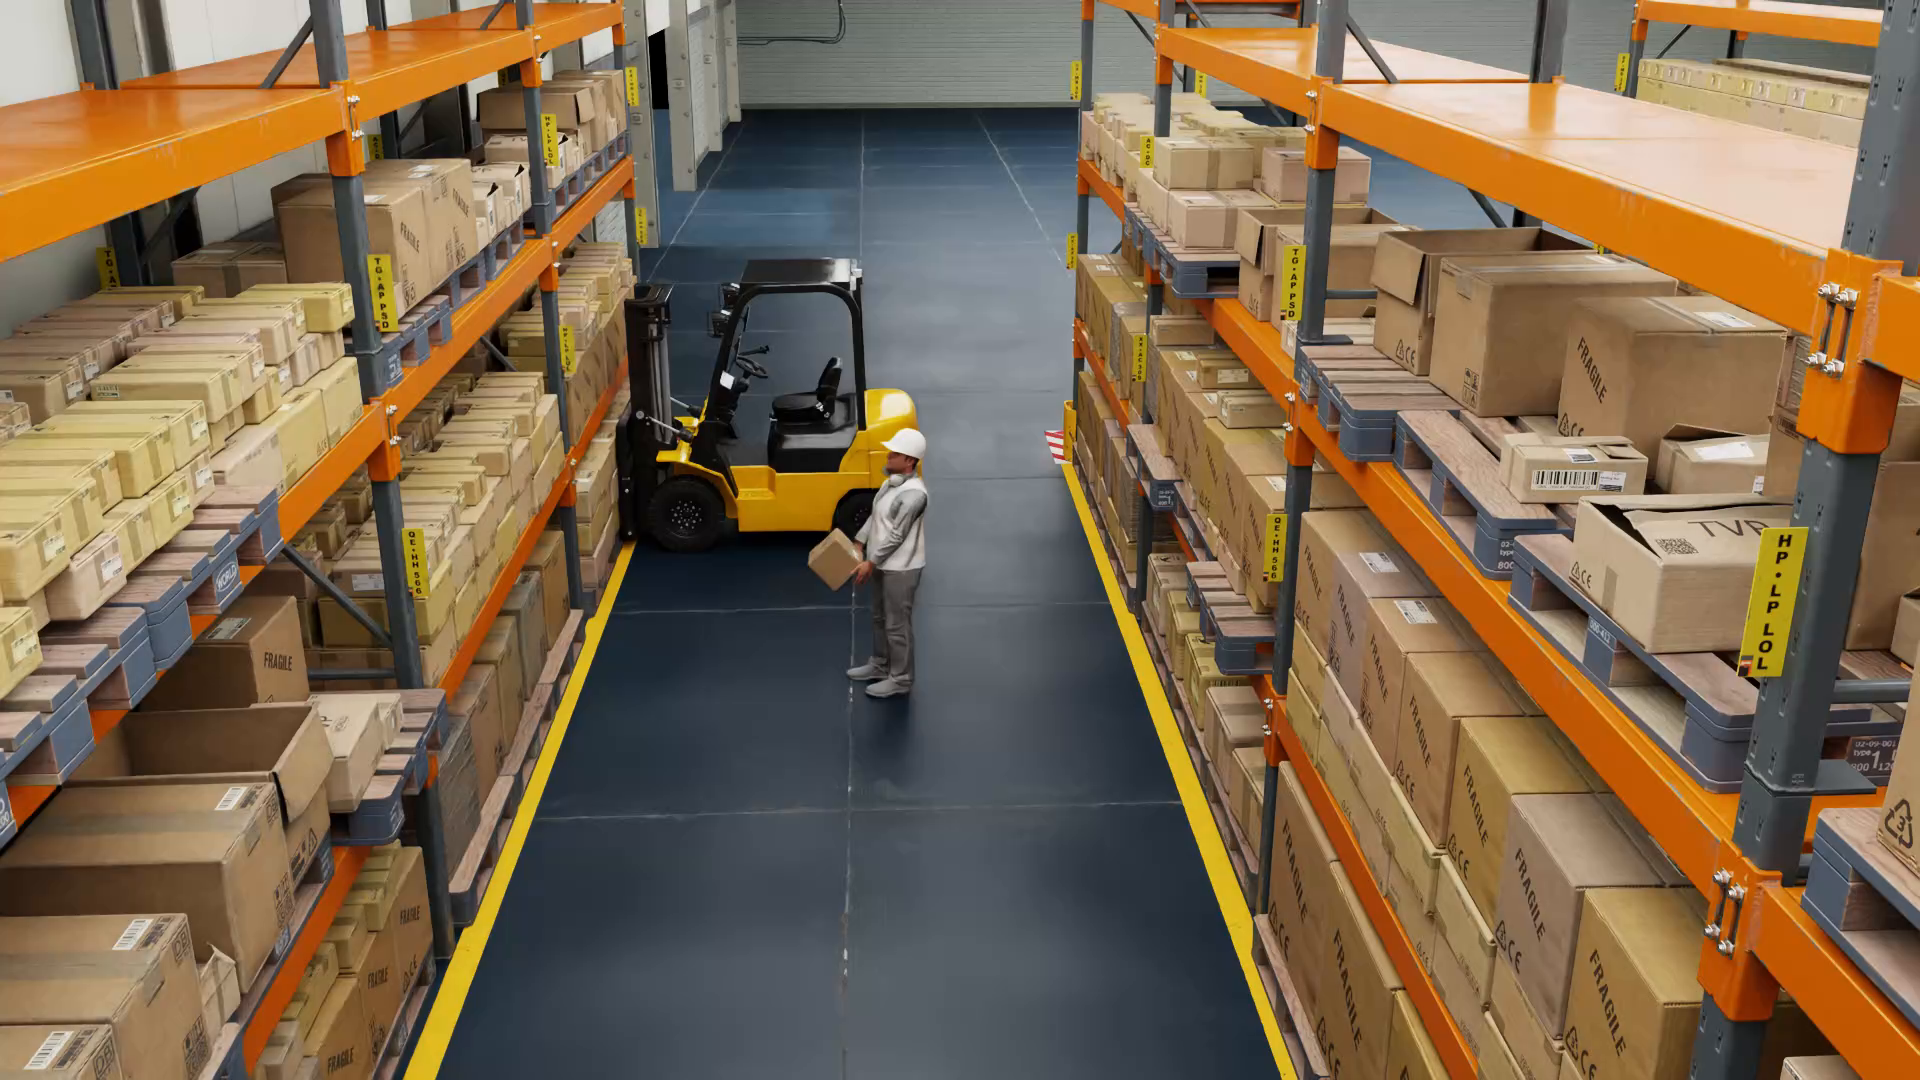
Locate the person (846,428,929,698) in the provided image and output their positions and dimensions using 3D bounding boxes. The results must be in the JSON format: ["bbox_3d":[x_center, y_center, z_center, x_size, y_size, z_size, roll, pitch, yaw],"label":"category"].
[{"bbox_3d":[-0.475,0.145,10.638,0.521,1.777,0.557,-6,21,-15],"label":"person"}]
